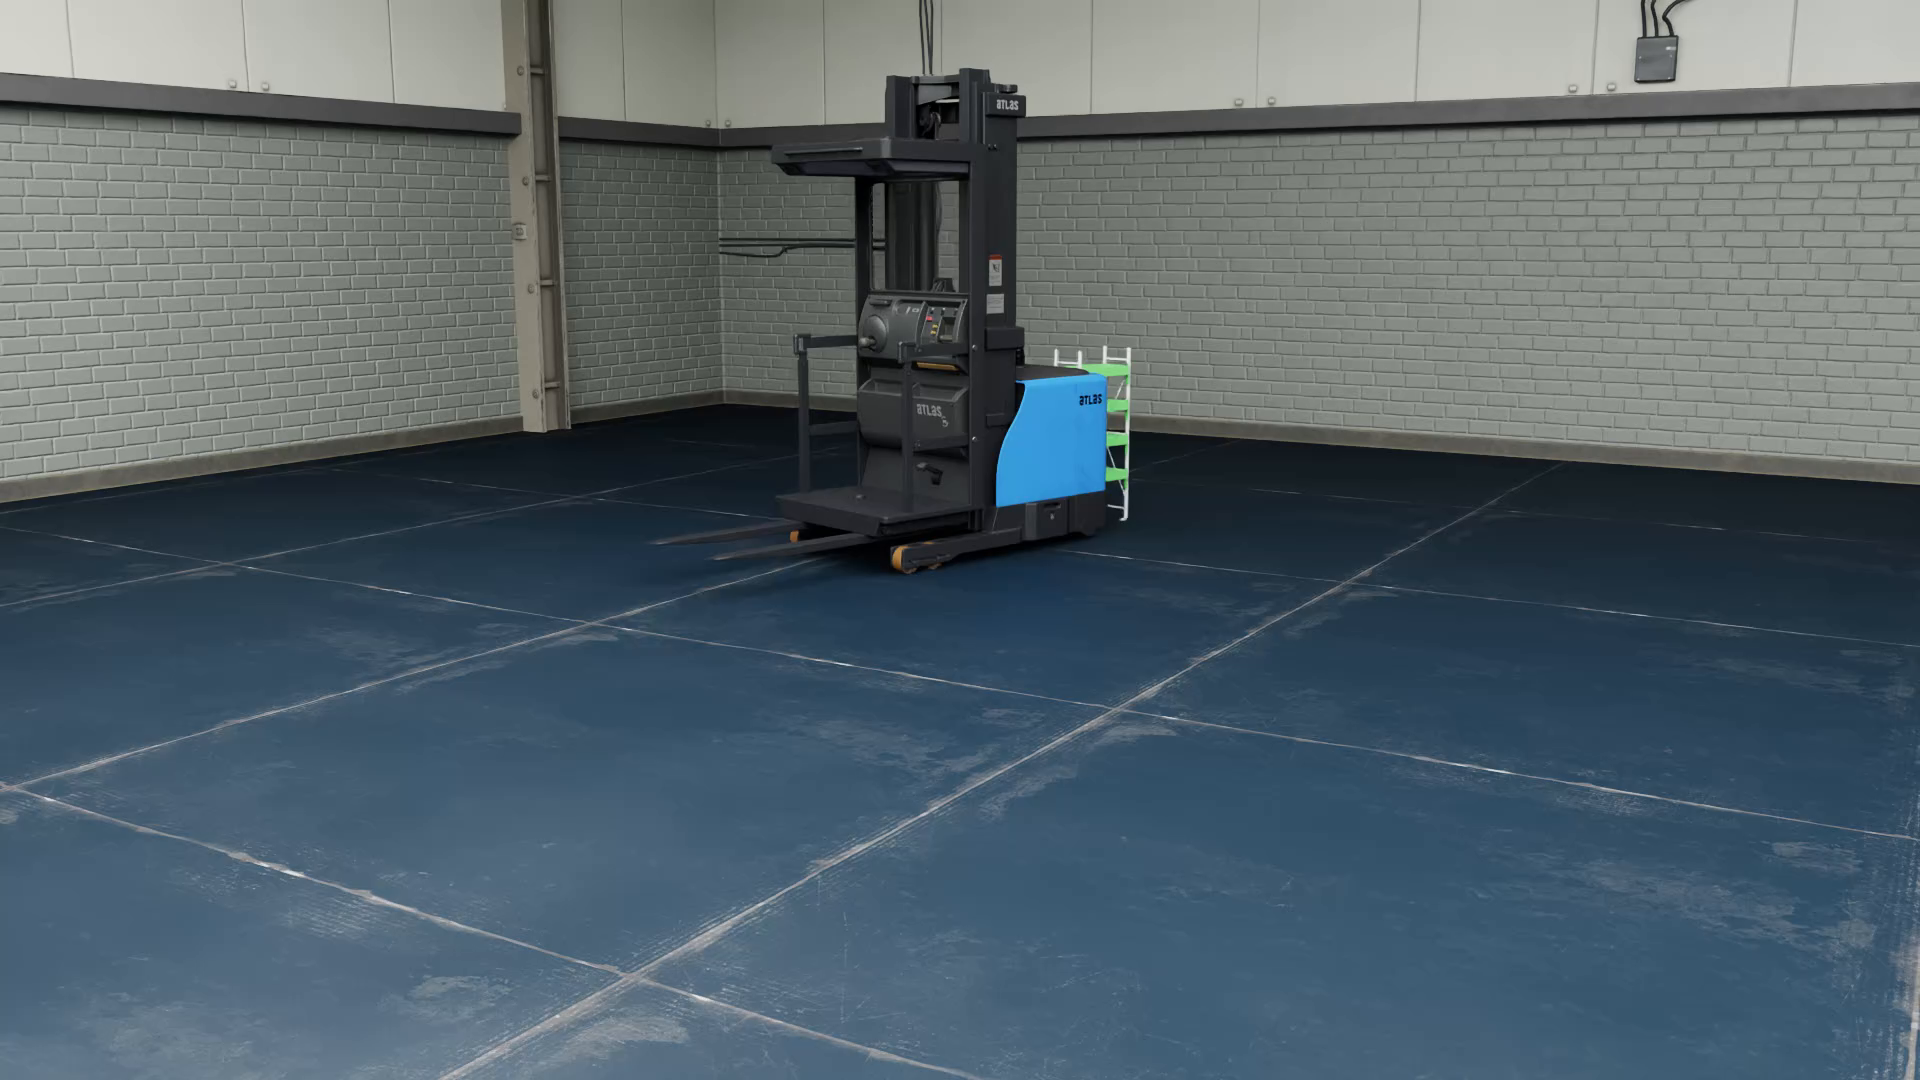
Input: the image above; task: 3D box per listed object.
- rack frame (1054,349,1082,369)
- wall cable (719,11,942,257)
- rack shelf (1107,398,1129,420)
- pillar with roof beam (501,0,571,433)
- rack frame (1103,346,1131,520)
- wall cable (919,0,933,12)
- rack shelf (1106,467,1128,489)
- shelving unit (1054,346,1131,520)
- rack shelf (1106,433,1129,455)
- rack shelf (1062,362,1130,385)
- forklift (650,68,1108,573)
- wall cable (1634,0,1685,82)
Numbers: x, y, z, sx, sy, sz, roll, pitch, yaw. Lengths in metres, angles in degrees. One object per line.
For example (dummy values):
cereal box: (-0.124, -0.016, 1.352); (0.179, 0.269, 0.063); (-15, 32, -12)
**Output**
rack frame: (0.724, -0.682, 11.252); (0.015, 1.200, 0.240); (-10, 14, -42)
wall cable: (-1.528, -4.352, 18.097); (3.097, 2.526, 0.112); (6, 12, 31)
rack shelf: (0.903, -0.886, 11.383); (0.480, 0.148, 0.258); (-10, 14, -42)
pillar with roof beam: (-0.508, -5.130, 13.815); (9.100, 9.000, 0.400); (6, 12, 31)
rack frame: (1.082, -0.743, 11.578); (0.015, 1.200, 0.240); (-10, 14, -42)
wall cable: (0.784, -6.576, 16.252); (3.097, 2.526, 0.112); (6, 12, 31)
rack shelf: (0.903, -0.414, 11.471); (0.480, 0.148, 0.258); (-10, 14, -42)
shelving unit: (0.903, -0.713, 11.415); (0.503, 1.200, 0.258); (-10, 14, -42)
rack shelf: (0.903, -0.650, 11.427); (0.480, 0.148, 0.258); (-10, 14, -42)
rack shelf: (0.903, -1.122, 11.338); (0.480, 0.148, 0.258); (-10, 14, -42)
forklift: (-0.448, -1.350, 10.115); (3.031, 2.935, 1.130); (-10, 14, -42)
wall cable: (6.578, -6.640, 12.641); (2.305, 6.003, 0.169); (6, 12, 31)
